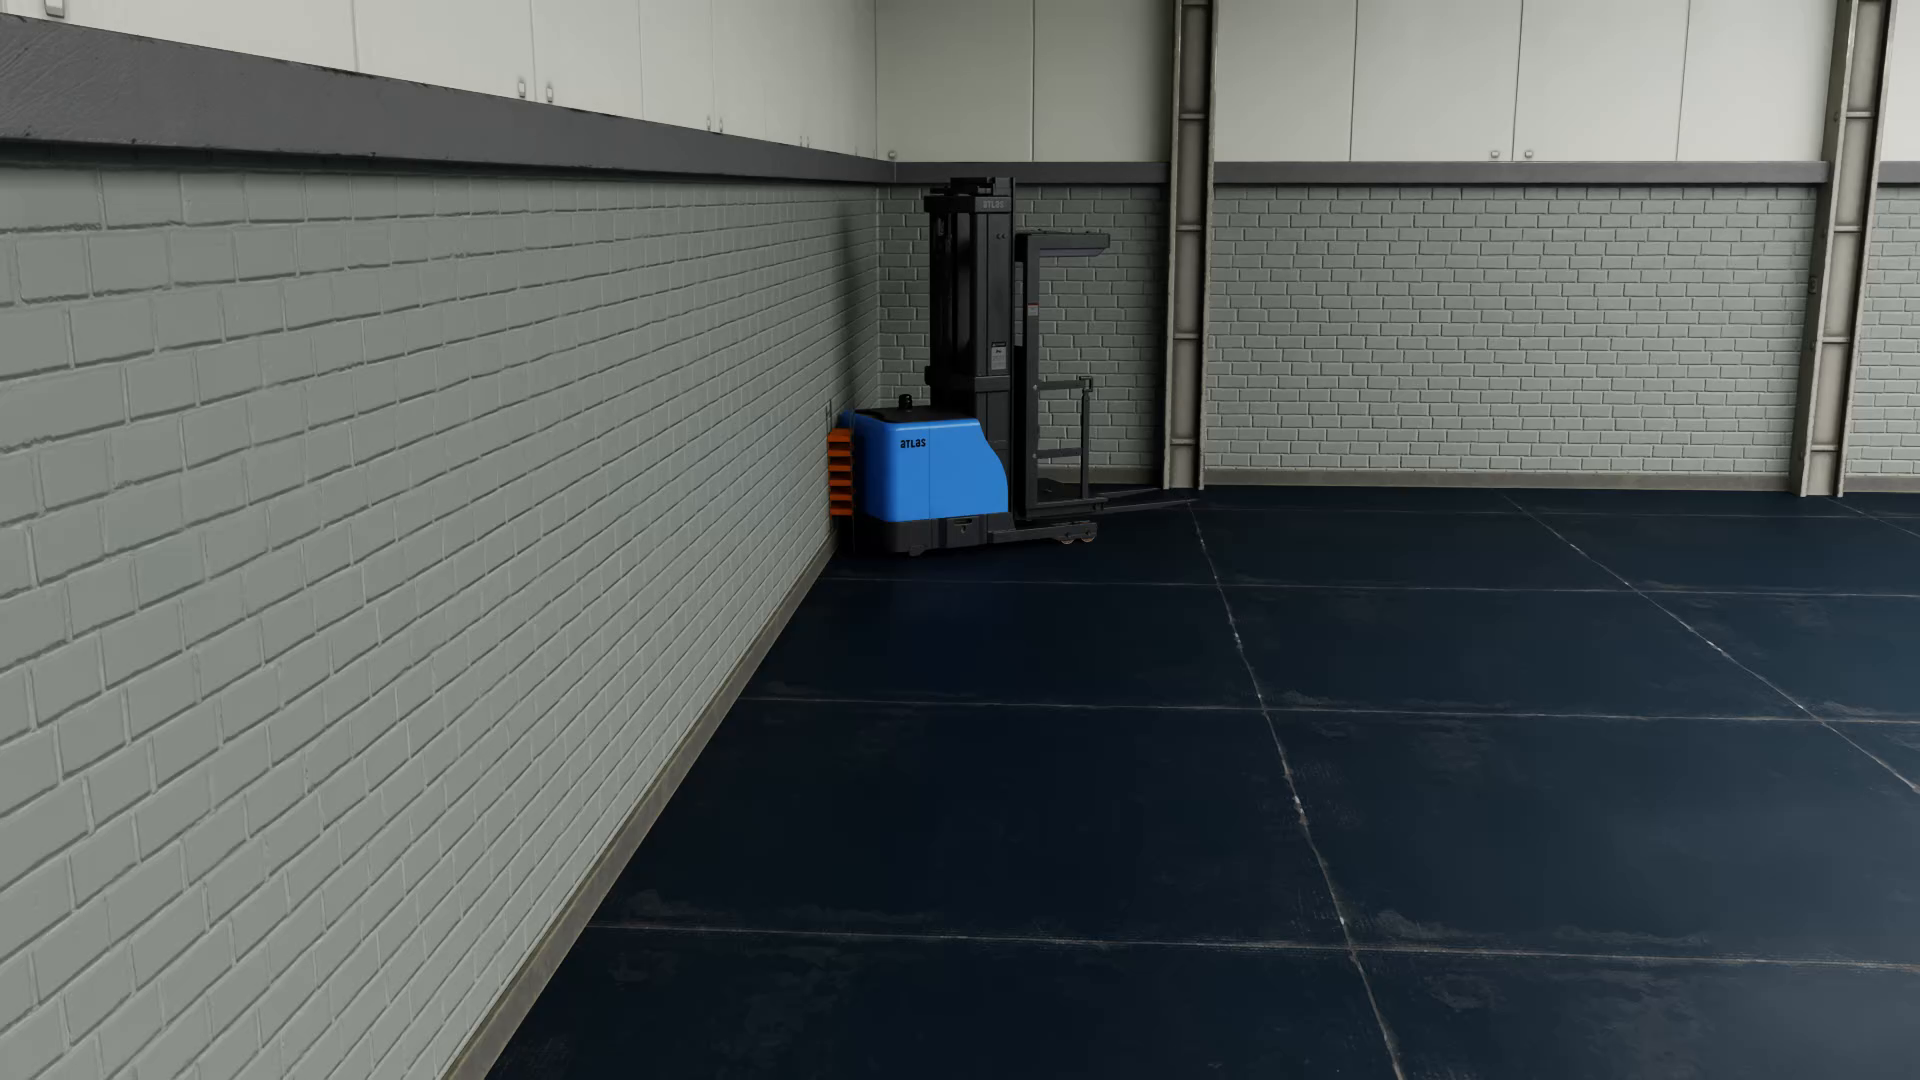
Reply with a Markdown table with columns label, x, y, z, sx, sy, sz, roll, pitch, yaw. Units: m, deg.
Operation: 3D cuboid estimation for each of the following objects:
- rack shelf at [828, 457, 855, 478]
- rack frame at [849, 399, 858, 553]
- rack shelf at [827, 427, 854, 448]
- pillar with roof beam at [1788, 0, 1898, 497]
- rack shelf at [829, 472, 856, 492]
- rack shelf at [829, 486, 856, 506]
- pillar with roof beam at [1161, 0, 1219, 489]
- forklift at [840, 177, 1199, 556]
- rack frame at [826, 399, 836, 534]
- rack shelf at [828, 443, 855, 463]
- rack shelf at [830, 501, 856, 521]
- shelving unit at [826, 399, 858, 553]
| label | x | y | z | sx | sy | sz | roll | pitch | yaw |
| --- | --- | --- | --- | --- | --- | --- | --- | --- | --- |
| rack shelf | -0.934 | -0.578 | 13.192 | 0.180 | 0.103 | 0.258 | 1 | 18 | 4 |
| rack frame | -0.842 | -0.505 | 13.208 | 0.006 | 1.200 | 0.240 | 1 | 18 | 4 |
| rack shelf | -0.936 | -0.806 | 13.116 | 0.180 | 0.103 | 0.258 | 1 | 18 | 4 |
| pillar with roof beam | 7.875 | -3.968 | 10.757 | 0.400 | 9.000 | 9.100 | 1 | 12 | 4 |
| rack shelf | -0.933 | -0.464 | 13.230 | 0.180 | 0.103 | 0.258 | 1 | 18 | 4 |
| rack shelf | -0.932 | -0.350 | 13.267 | 0.180 | 0.103 | 0.258 | 1 | 18 | 4 |
| pillar with roof beam | 1.888 | -4.050 | 11.149 | 0.400 | 9.000 | 9.100 | 1 | 12 | 4 |
| forklift | 0.563 | -1.492 | 13.741 | 3.031 | 2.935 | 1.130 | -6 | 13 | -26 |
| rack frame | -1.025 | -0.508 | 13.222 | 0.006 | 1.200 | 0.240 | 1 | 18 | 4 |
| rack shelf | -0.935 | -0.692 | 13.154 | 0.180 | 0.103 | 0.258 | 1 | 18 | 4 |
| rack shelf | -0.931 | -0.237 | 13.305 | 0.180 | 0.103 | 0.258 | 1 | 18 | 4 |
| shelving unit | -0.934 | -0.506 | 13.215 | 0.189 | 1.200 | 0.258 | 1 | 18 | 4 |
